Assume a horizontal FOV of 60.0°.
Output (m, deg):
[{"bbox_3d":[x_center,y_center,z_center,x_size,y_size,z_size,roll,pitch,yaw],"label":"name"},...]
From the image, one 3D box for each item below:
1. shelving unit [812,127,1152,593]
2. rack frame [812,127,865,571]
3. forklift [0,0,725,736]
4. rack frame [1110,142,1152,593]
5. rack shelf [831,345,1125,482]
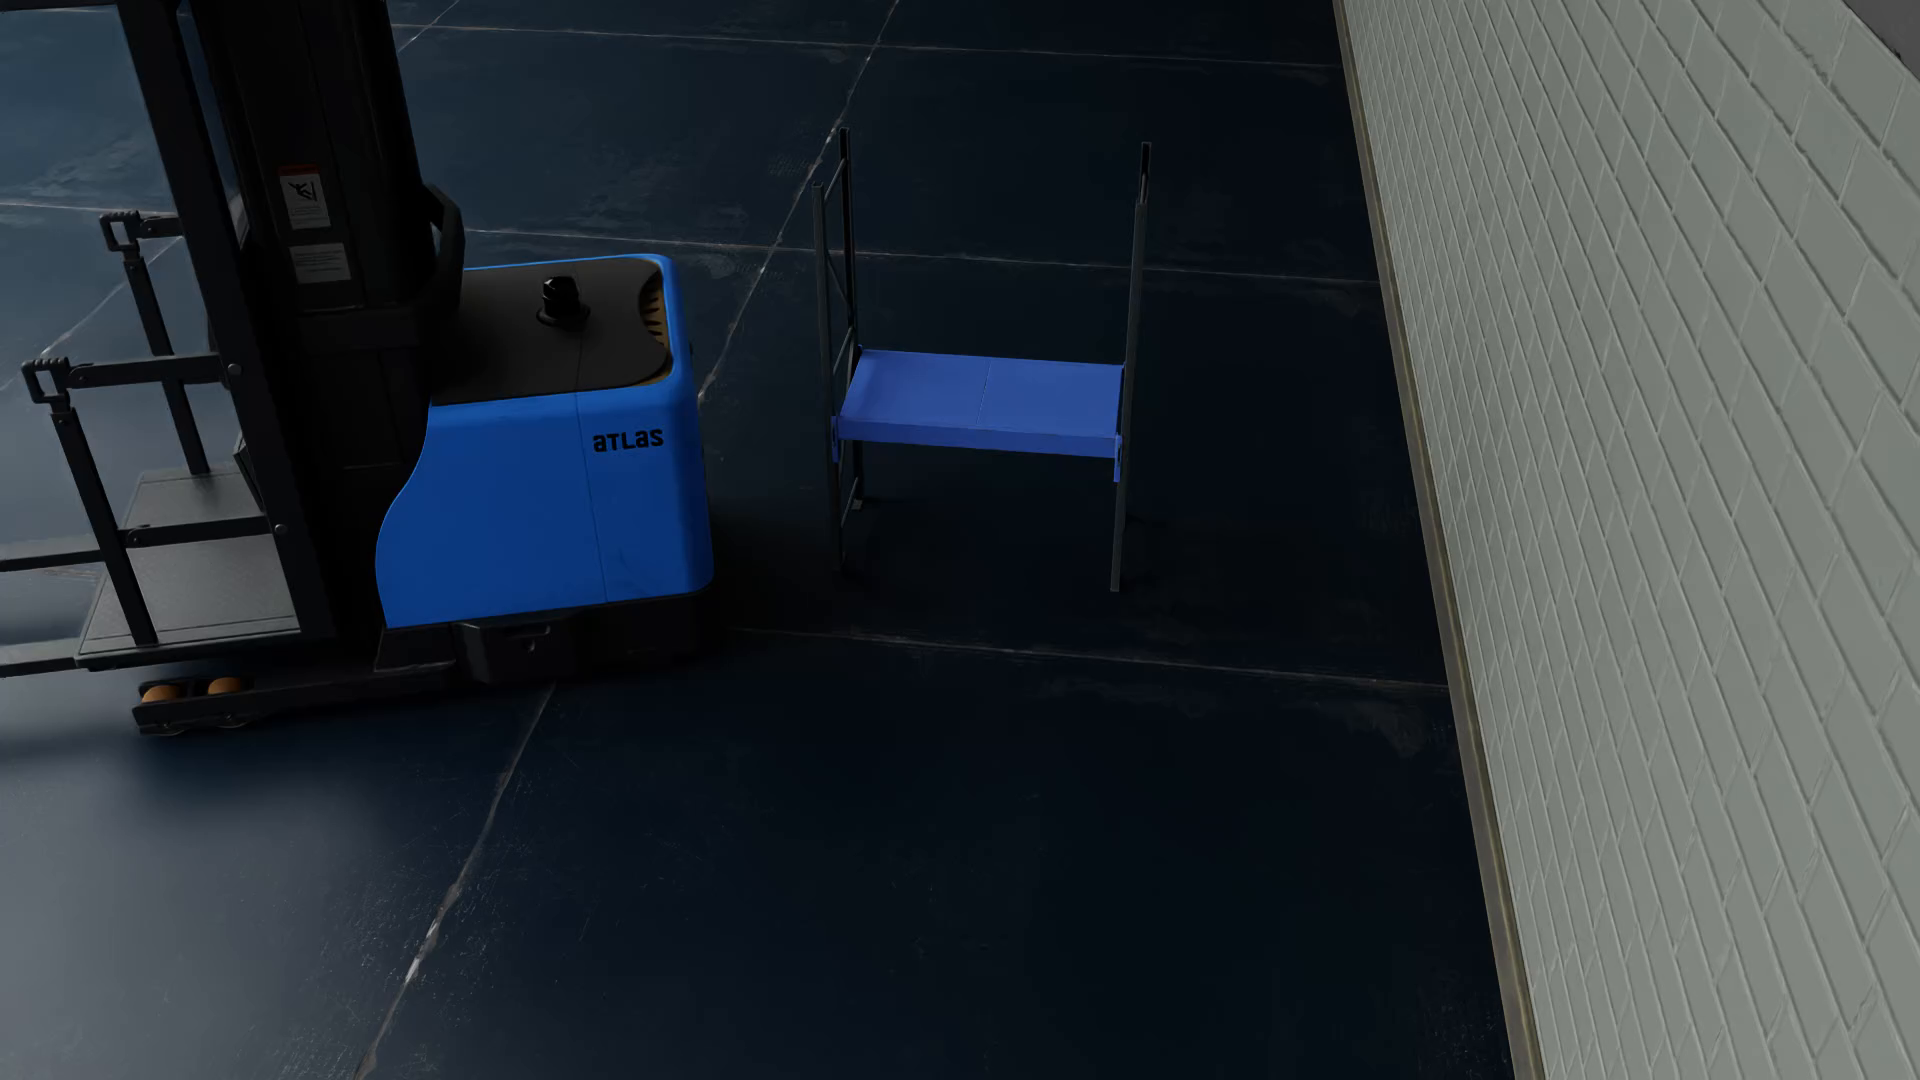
[{"bbox_3d":[0.085,-0.604,5.805,1.048,1.500,0.538,4,36,6],"label":"shelving unit"},{"bbox_3d":[-0.420,-0.642,5.858,0.032,1.500,0.500,4,36,6],"label":"rack frame"},{"bbox_3d":[-2.374,-0.895,4.982,3.031,2.935,1.130,-7,36,-9],"label":"forklift"},{"bbox_3d":[0.589,-0.567,5.753,0.032,1.500,0.500,4,36,6],"label":"rack frame"},{"bbox_3d":[0.085,-0.458,5.910,1.000,0.185,0.538,4,36,6],"label":"rack shelf"}]
